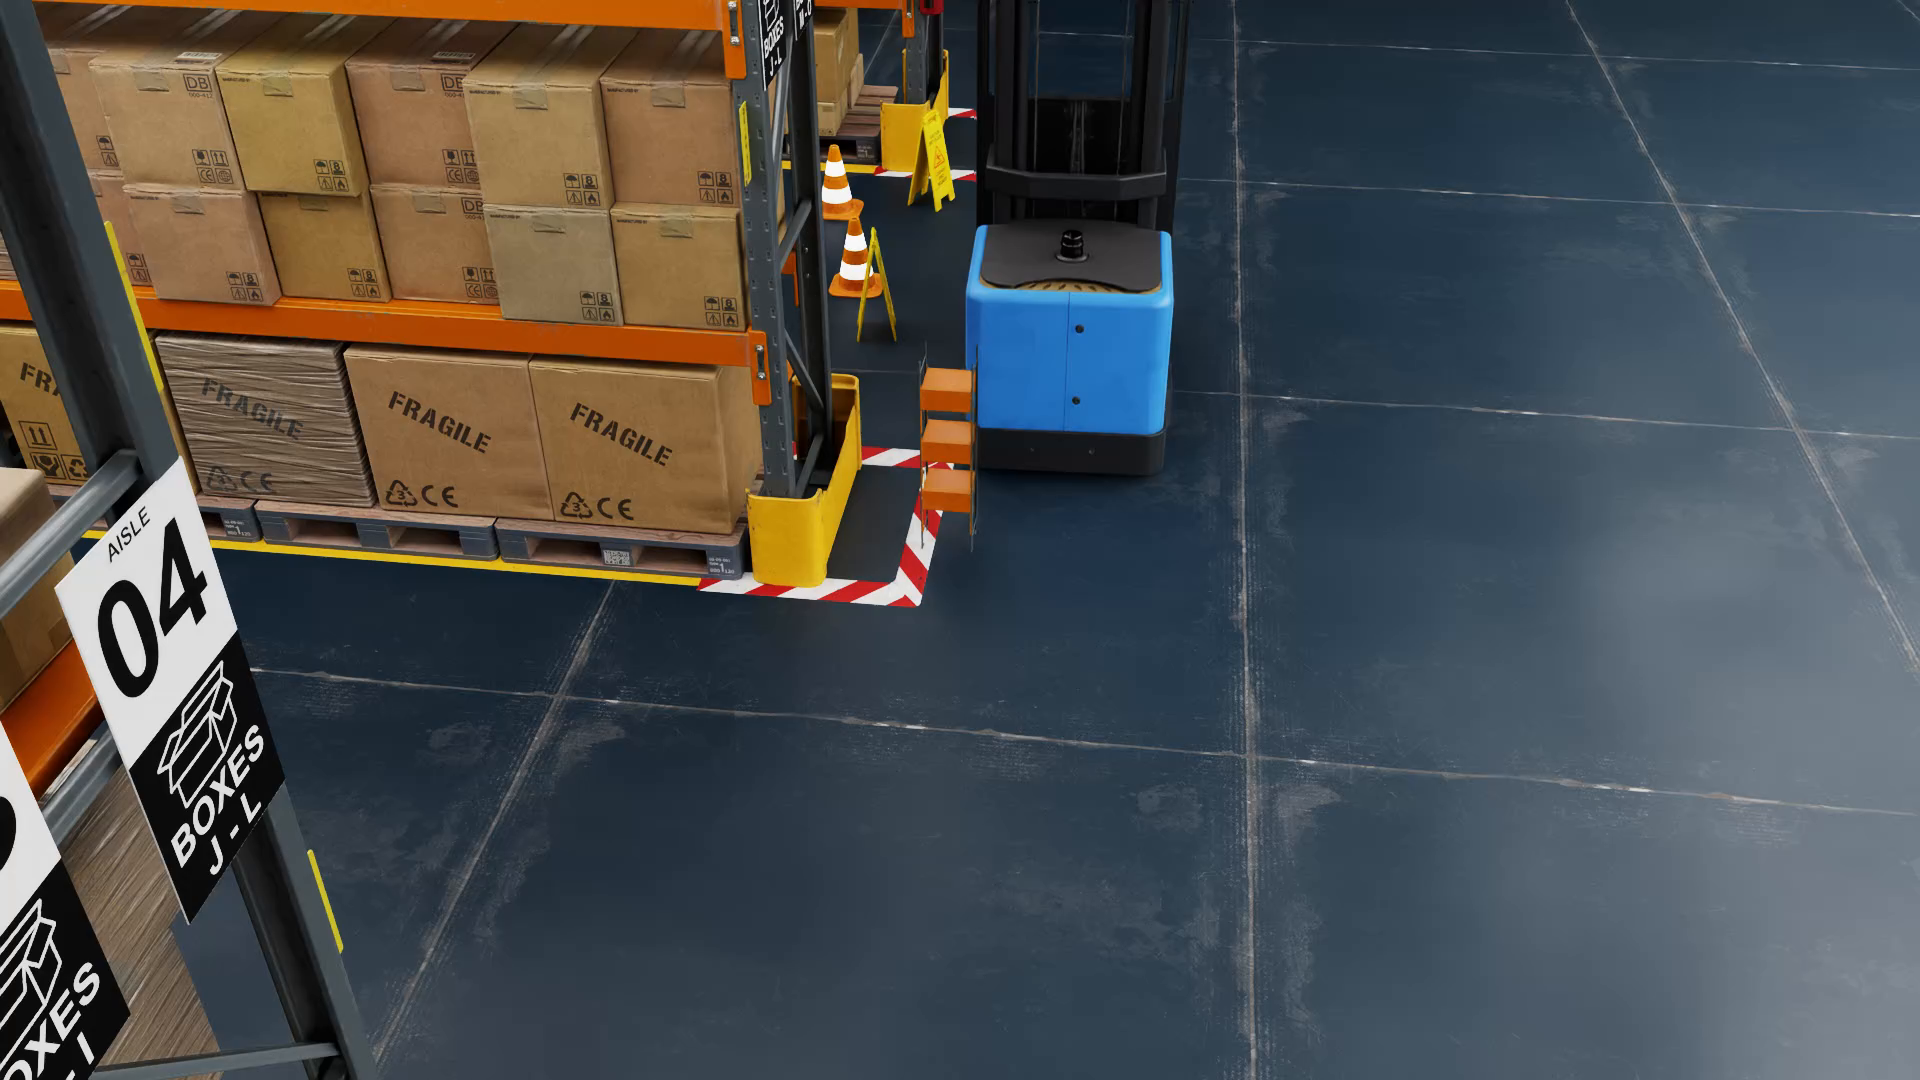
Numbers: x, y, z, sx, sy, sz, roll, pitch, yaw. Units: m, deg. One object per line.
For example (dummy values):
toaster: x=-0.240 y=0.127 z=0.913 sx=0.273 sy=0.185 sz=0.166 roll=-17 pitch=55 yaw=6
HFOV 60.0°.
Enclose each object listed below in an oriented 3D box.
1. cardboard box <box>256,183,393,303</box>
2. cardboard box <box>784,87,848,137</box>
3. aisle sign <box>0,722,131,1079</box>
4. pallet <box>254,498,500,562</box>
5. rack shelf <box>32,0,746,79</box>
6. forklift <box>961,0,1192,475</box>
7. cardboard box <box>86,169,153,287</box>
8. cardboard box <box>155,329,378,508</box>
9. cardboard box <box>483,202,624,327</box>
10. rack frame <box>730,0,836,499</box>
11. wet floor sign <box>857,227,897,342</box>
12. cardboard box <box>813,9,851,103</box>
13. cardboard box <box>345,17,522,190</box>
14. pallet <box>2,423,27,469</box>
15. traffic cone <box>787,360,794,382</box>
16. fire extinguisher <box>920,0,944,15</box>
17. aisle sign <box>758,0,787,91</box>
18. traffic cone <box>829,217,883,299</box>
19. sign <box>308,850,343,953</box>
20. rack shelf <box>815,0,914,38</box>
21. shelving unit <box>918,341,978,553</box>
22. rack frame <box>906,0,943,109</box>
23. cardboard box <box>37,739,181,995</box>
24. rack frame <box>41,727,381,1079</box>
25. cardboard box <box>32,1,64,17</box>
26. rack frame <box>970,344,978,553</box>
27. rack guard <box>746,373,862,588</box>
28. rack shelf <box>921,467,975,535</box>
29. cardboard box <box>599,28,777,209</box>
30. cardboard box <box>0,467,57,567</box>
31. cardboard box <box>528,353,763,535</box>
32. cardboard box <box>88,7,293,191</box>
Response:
cardboard box: x=-2.774 y=-1.560 z=7.724 sx=0.500 sy=0.550 sz=0.875 roll=4 pitch=36 yaw=6
cardboard box: x=-1.111 y=-3.158 z=12.098 sx=0.500 sy=0.250 sz=0.500 roll=4 pitch=36 yaw=6
aisle sign: x=-1.490 y=0.630 z=2.548 sx=0.004 sy=0.787 sz=0.394 roll=4 pitch=36 yaw=6
pallet: x=-2.791 y=-0.311 z=8.504 sx=1.213 sy=0.211 sz=1.003 roll=4 pitch=36 yaw=6
rack shelf: x=-2.765 y=-2.416 z=7.090 sx=4.000 sy=0.370 sz=1.077 roll=4 pitch=36 yaw=6
forklift: x=0.651 y=-2.365 z=9.041 sx=1.130 sy=2.935 sz=3.031 roll=3 pitch=36 yaw=4
cardboard box: x=-3.833 y=-1.649 z=7.849 sx=0.550 sy=0.550 sz=0.875 roll=4 pitch=36 yaw=6
cardboard box: x=-3.239 y=-0.791 z=8.243 sx=0.875 sy=0.875 sz=0.875 roll=5 pitch=36 yaw=6
cardboard box: x=-1.703 y=-1.430 z=7.543 sx=0.550 sy=0.550 sz=0.875 roll=4 pitch=36 yaw=6
rack frame: x=-0.781 y=-1.340 z=7.545 sx=0.127 sy=3.000 sz=1.000 roll=4 pitch=36 yaw=6
wet floor sign: x=-0.500 y=-1.520 z=9.825 sx=0.232 sy=0.644 sz=0.267 roll=-2 pitch=36 yaw=-2
cardboard box: x=-1.079 y=-3.465 z=11.883 sx=0.500 sy=0.500 sz=0.500 roll=4 pitch=36 yaw=6
cardboard box: x=-2.240 y=-1.997 z=7.408 sx=0.550 sy=0.550 sz=0.875 roll=4 pitch=36 yaw=6
pallet: x=-5.524 y=-0.514 z=8.789 sx=1.213 sy=0.211 sz=1.003 roll=4 pitch=36 yaw=6
traffic cone: x=-1.127 y=-1.165 z=9.484 sx=0.334 sy=0.463 sz=0.336 roll=4 pitch=36 yaw=6
fire extinguisher: x=-0.196 y=-3.894 z=11.191 sx=0.183 sy=0.674 sz=0.296 roll=4 pitch=36 yaw=6
aisle sign: x=-0.749 y=-2.220 z=6.540 sx=0.004 sy=0.787 sz=0.394 roll=4 pitch=36 yaw=6
traffic cone: x=-0.646 y=-1.791 z=10.361 sx=0.334 sy=0.463 sz=0.336 roll=4 pitch=36 yaw=6
sign: x=-1.444 y=0.846 z=3.738 sx=0.005 sy=0.325 sz=0.100 roll=4 pitch=36 yaw=6
rack shelf: x=-2.235 y=-4.055 z=11.968 sx=4.000 sy=0.370 sz=1.077 roll=4 pitch=36 yaw=6
shelving unit: x=-0.053 y=-0.431 z=7.951 sx=0.252 sy=1.050 sz=0.215 roll=4 pitch=36 yaw=6
rack frame: x=-0.251 y=-4.199 z=11.552 sx=0.127 sy=3.000 sz=1.000 roll=4 pitch=36 yaw=6
cardboard box: x=-2.024 y=0.744 z=3.422 sx=0.500 sy=0.500 sz=0.500 roll=4 pitch=36 yaw=6
rack frame: x=-1.513 y=1.511 z=3.551 sx=0.127 sy=3.000 sz=1.000 roll=4 pitch=36 yaw=6
cardboard box: x=-4.387 y=-2.089 z=7.537 sx=0.550 sy=0.550 sz=0.875 roll=4 pitch=36 yaw=6
rack frame: x=0.068 y=-0.422 z=7.938 sx=0.008 sy=1.050 sz=0.200 roll=4 pitch=36 yaw=6
rack guard: x=-0.757 y=-0.321 z=8.269 sx=0.348 sy=0.500 sz=1.175 roll=4 pitch=36 yaw=6
rack shelf: x=-0.053 y=-0.196 z=8.118 sx=0.240 sy=0.259 sz=0.215 roll=4 pitch=36 yaw=6
cardboard box: x=-1.144 y=-1.890 z=7.258 sx=0.550 sy=0.550 sz=0.875 roll=4 pitch=36 yaw=6
cardboard box: x=-1.757 y=0.035 z=2.823 sx=0.250 sy=0.149 sz=0.380 roll=4 pitch=36 yaw=6
cardboard box: x=-1.462 y=-0.658 z=8.057 sx=0.875 sy=0.875 sz=0.875 roll=4 pitch=36 yaw=6
cardboard box: x=-3.309 y=-1.996 z=7.406 sx=0.550 sy=0.550 sz=0.875 roll=4 pitch=36 yaw=6
